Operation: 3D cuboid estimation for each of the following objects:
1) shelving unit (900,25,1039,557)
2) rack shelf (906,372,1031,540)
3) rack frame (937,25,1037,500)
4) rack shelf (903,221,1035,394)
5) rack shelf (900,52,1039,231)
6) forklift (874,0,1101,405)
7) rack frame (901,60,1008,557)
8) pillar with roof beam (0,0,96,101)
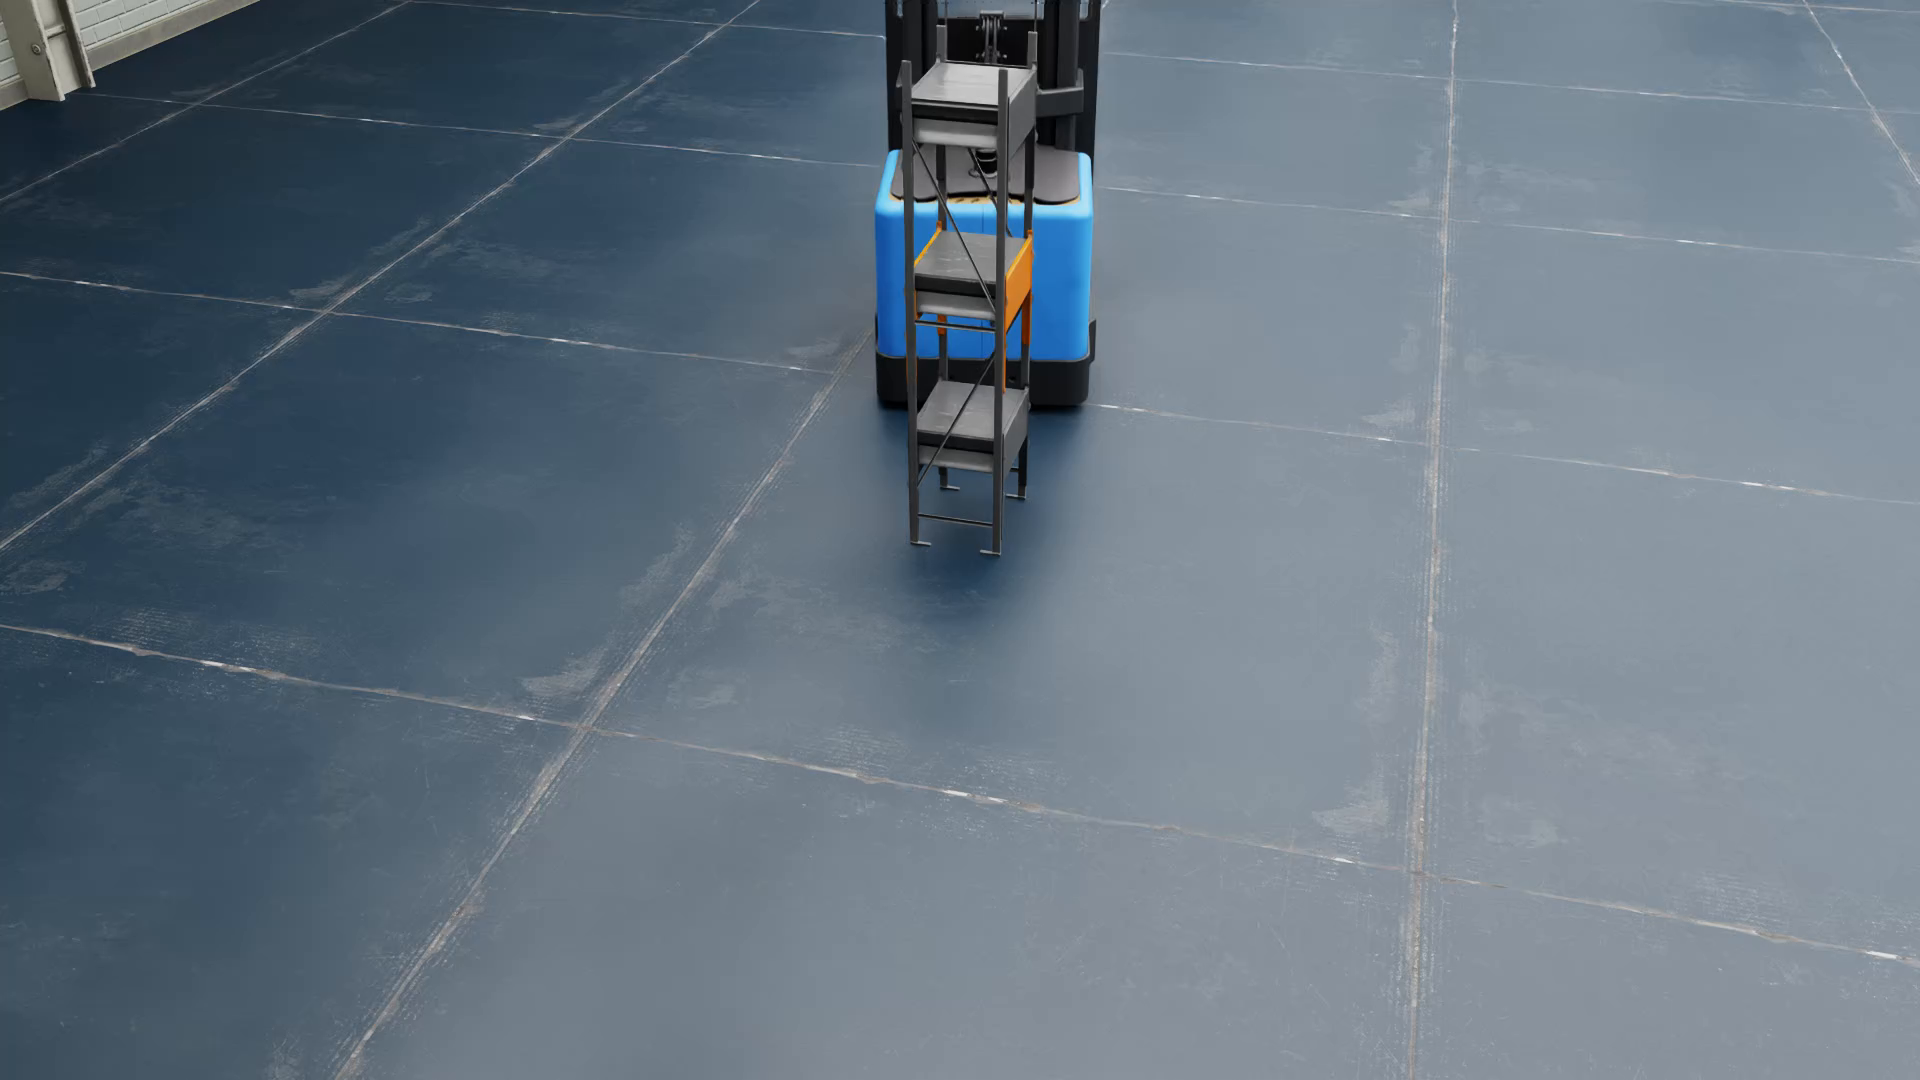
[{"bbox_3d":[0.042,-0.972,6.822,0.431,2.100,0.503,8,33,12],"label":"shelving unit"},{"bbox_3d":[0.042,-0.370,7.205,0.431,0.518,0.480,8,33,12],"label":"rack shelf"},{"bbox_3d":[0.104,-1.099,7.021,0.400,2.100,0.015,8,33,12],"label":"rack frame"},{"bbox_3d":[0.042,-0.960,6.829,0.431,0.518,0.480,8,33,12],"label":"rack shelf"},{"bbox_3d":[0.042,-1.551,6.454,0.431,0.518,0.480,8,33,12],"label":"rack shelf"},{"bbox_3d":[0.178,-2.658,8.700,1.130,2.935,3.031,1,32,2],"label":"forklift"},{"bbox_3d":[-0.020,-0.845,6.623,0.400,2.100,0.015,8,33,12],"label":"rack frame"},{"bbox_3d":[-2.640,-6.606,9.254,9.100,9.000,0.400,8,33,12],"label":"pillar with roof beam"}]
